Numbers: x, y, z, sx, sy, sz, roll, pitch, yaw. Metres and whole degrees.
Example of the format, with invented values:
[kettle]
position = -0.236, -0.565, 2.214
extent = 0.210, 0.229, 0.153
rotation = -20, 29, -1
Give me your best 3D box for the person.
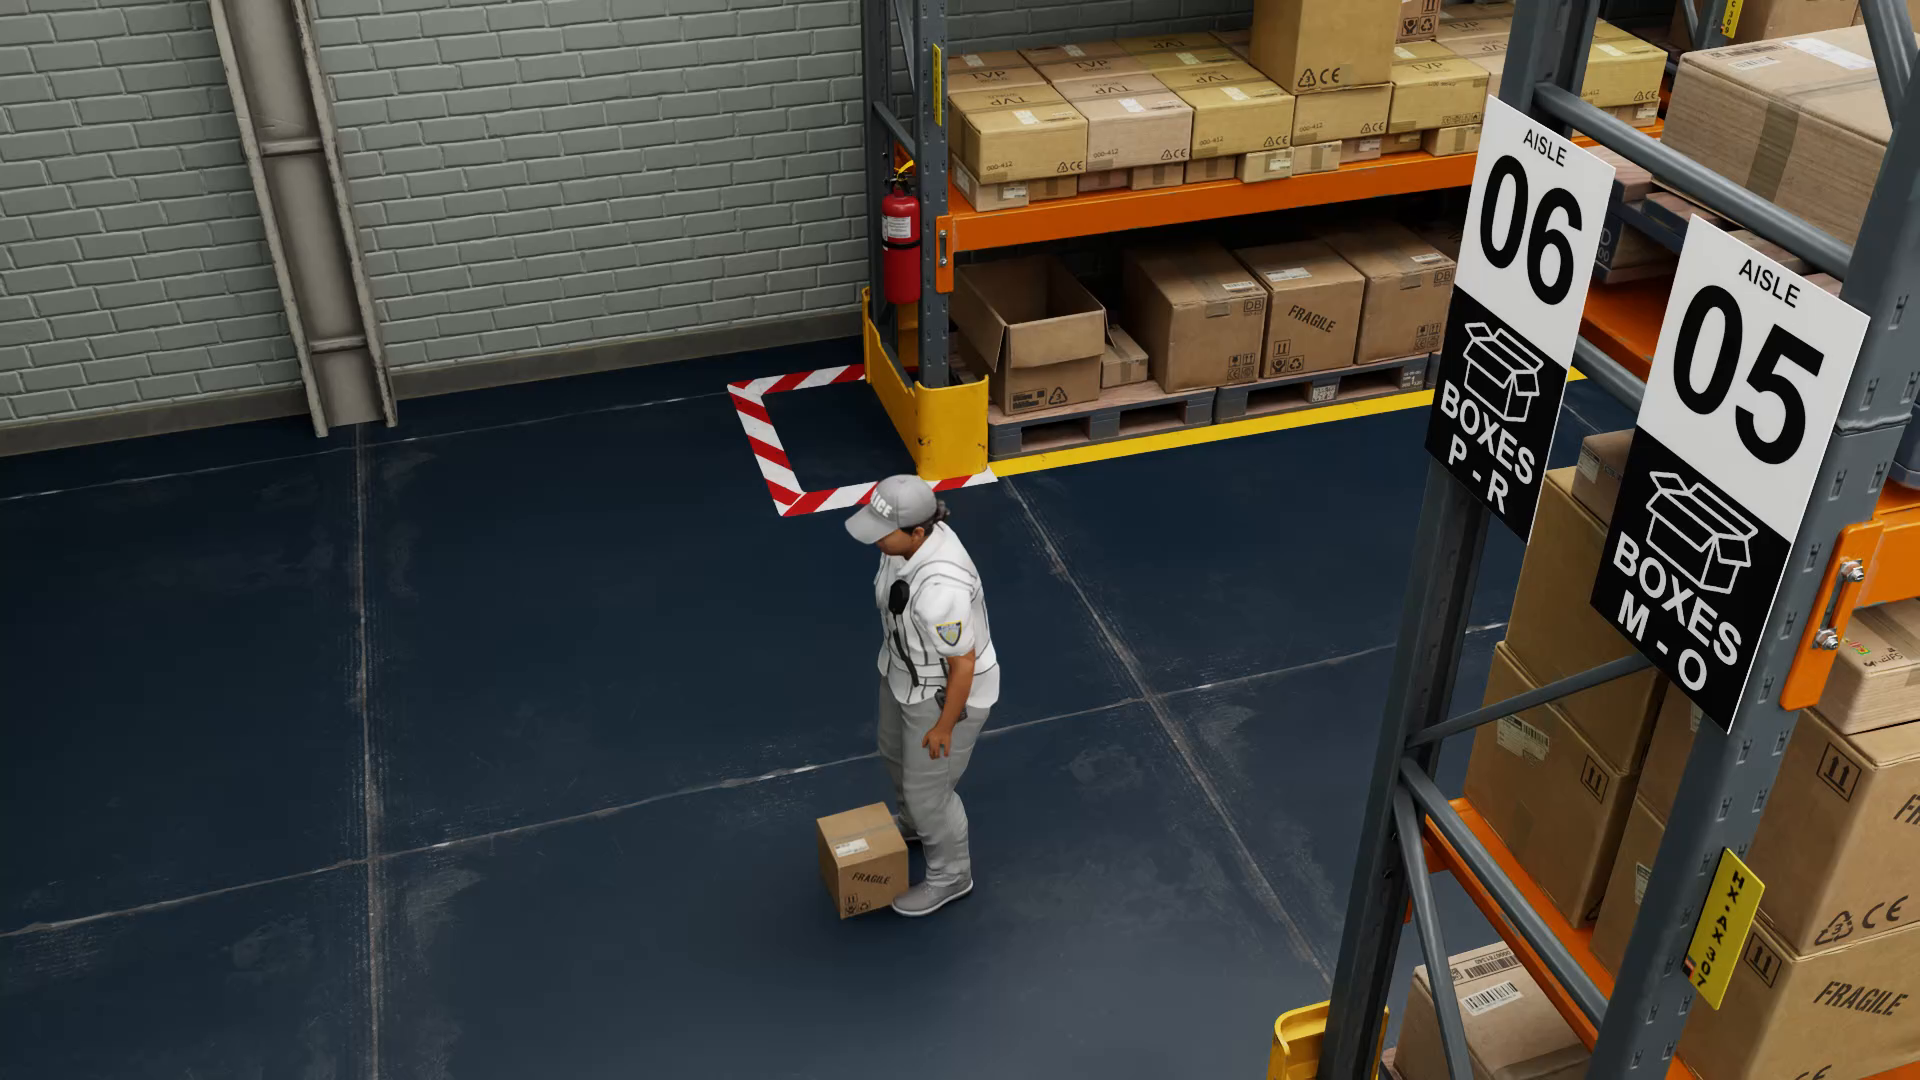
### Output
[person]
position = -0.131, 0.480, 5.428
extent = 0.466, 1.665, 0.543
rotation = -11, 36, -16
